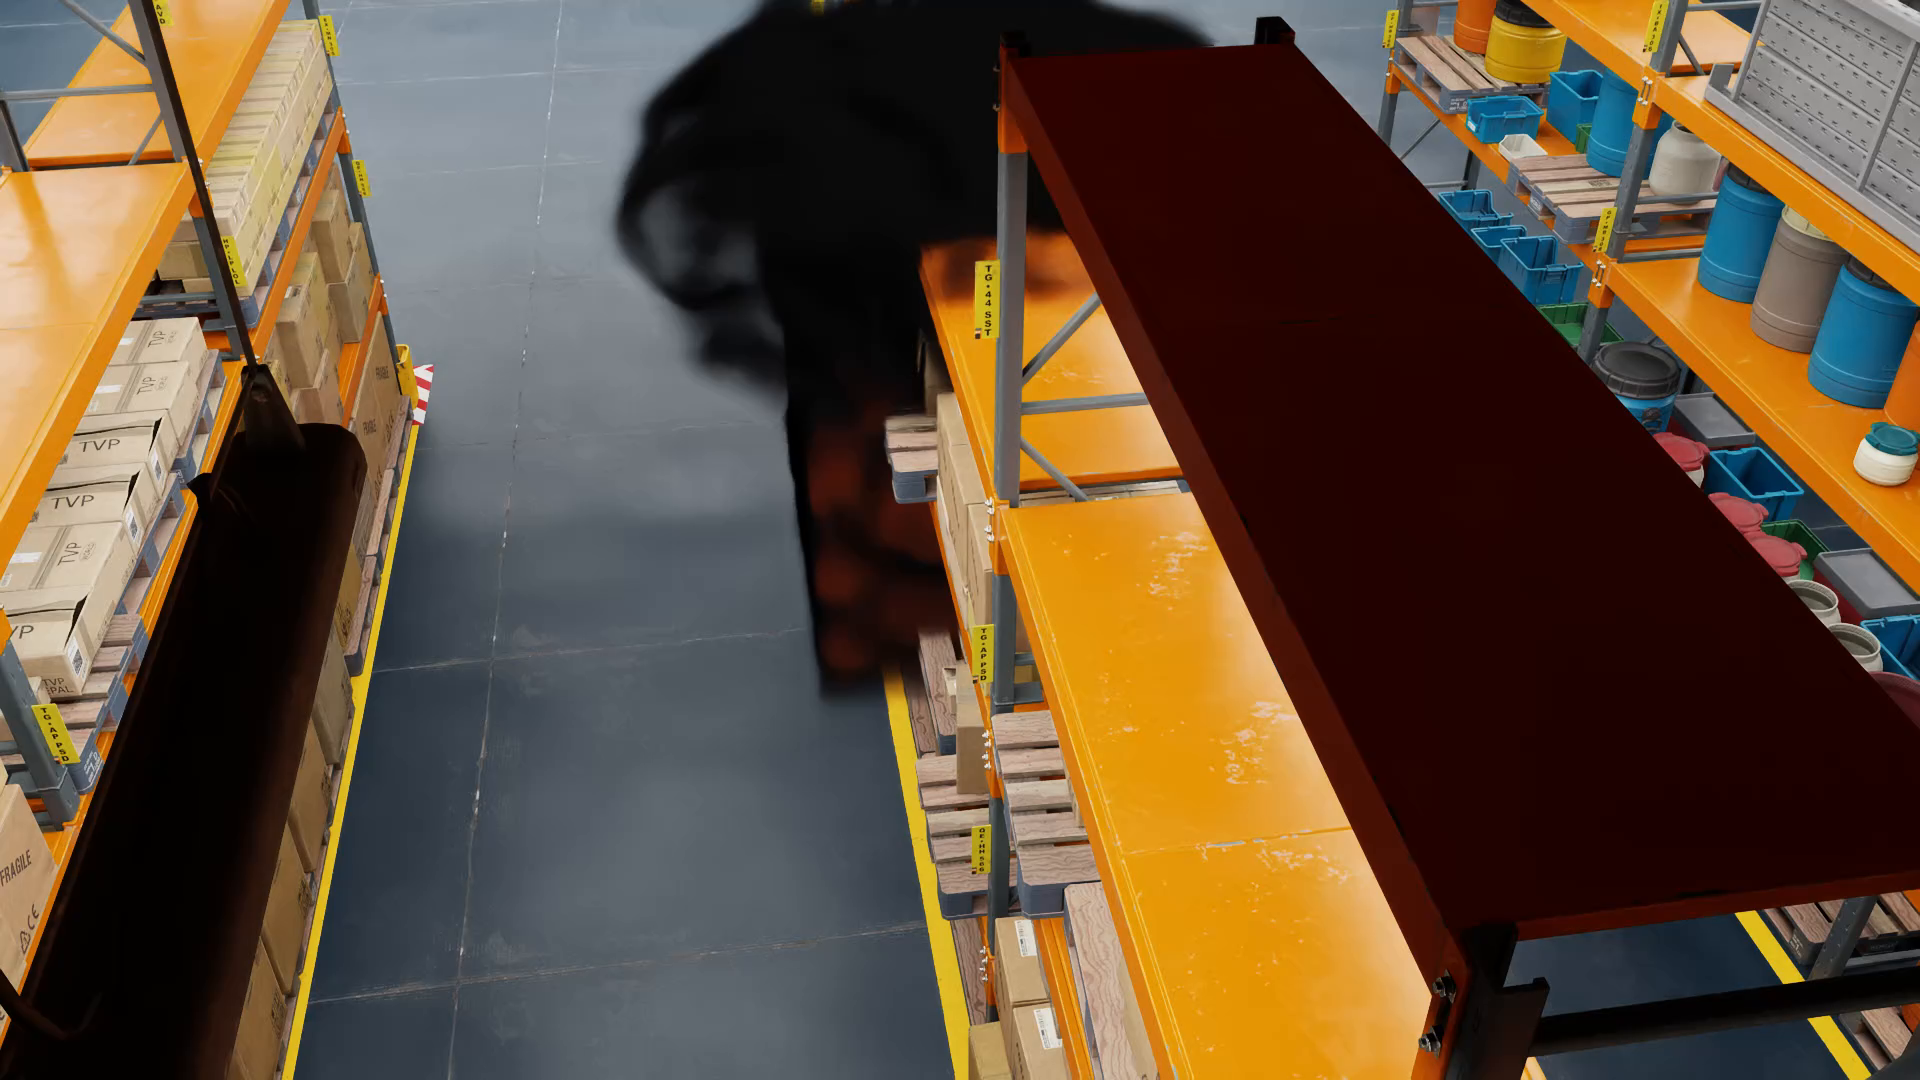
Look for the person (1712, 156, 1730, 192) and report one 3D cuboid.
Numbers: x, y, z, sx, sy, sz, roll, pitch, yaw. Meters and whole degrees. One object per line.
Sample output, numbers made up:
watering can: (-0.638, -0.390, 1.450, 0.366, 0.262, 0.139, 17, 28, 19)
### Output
person: (8.241, -3.987, 17.552, 0.715, 1.620, 0.565, 13, 38, 17)
